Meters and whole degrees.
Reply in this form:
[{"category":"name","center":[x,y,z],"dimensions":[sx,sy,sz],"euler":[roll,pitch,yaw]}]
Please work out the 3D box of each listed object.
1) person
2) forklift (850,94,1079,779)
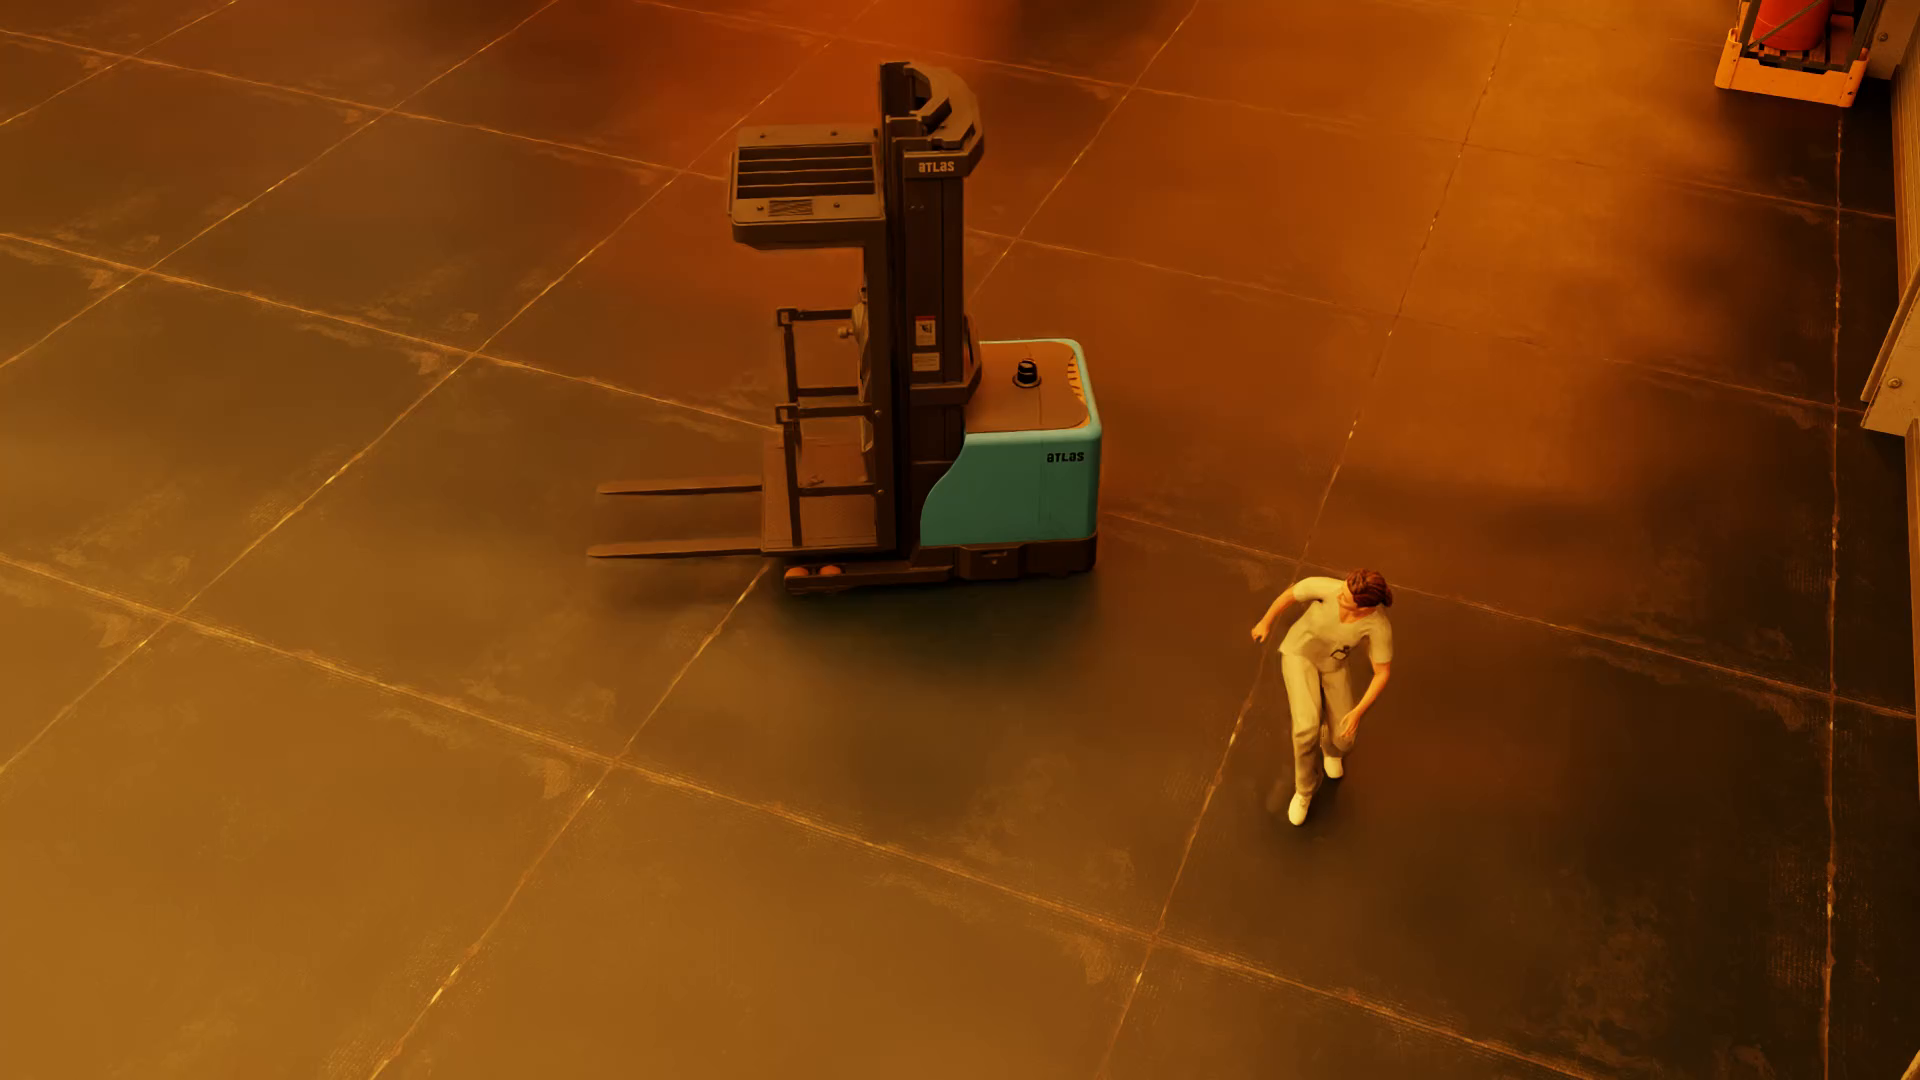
[{"category":"person","center":[2.290,0.792,8.042],"dimensions":[0.438,1.671,0.383],"euler":[24,45,26]},{"category":"forklift","center":[0.018,-0.710,8.854],"dimensions":[1.130,2.935,3.031],"euler":[0,40,0]}]
